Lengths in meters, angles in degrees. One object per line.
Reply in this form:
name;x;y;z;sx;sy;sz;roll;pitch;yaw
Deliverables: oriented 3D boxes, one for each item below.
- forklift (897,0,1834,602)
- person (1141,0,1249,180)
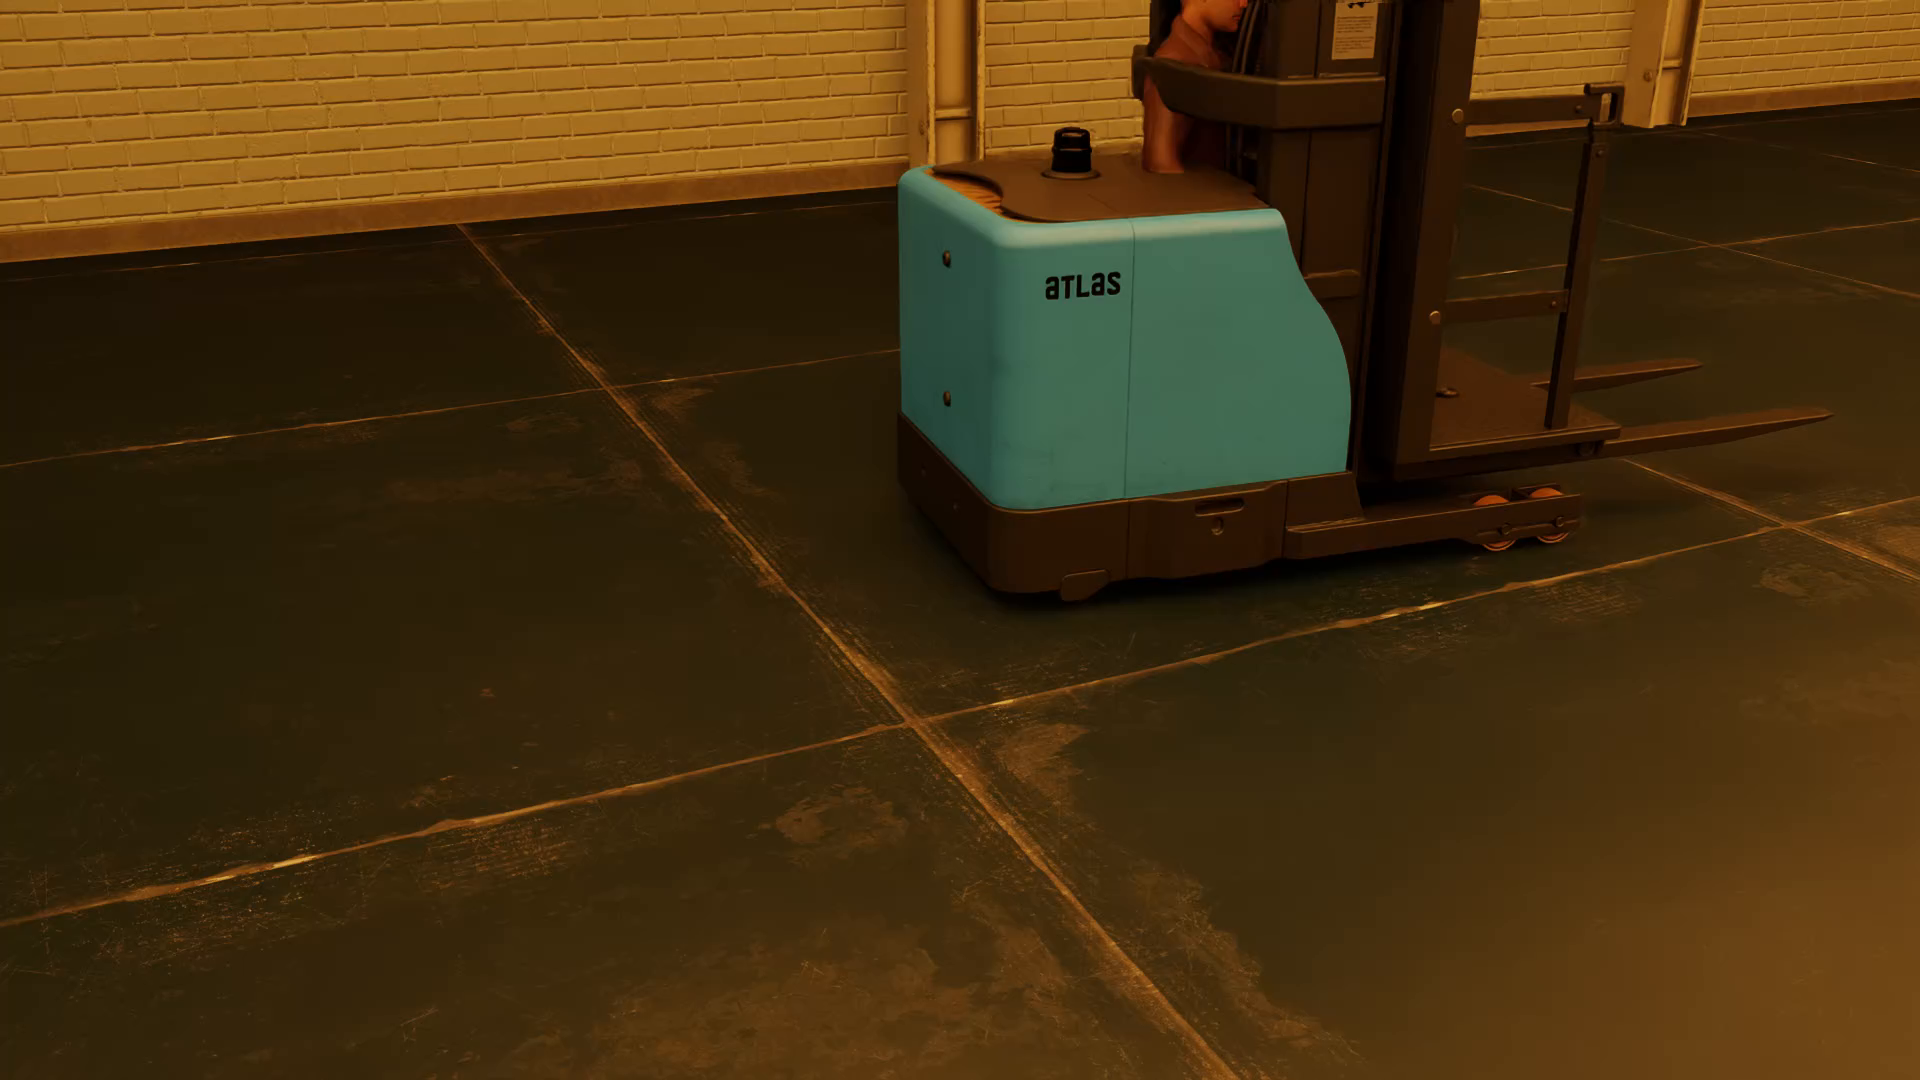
forklift;1.373;-1.504;4.906;3.031;2.935;1.130;-7;24;-17
person;0.836;-0.920;5.117;0.600;1.720;0.896;11;25;24
